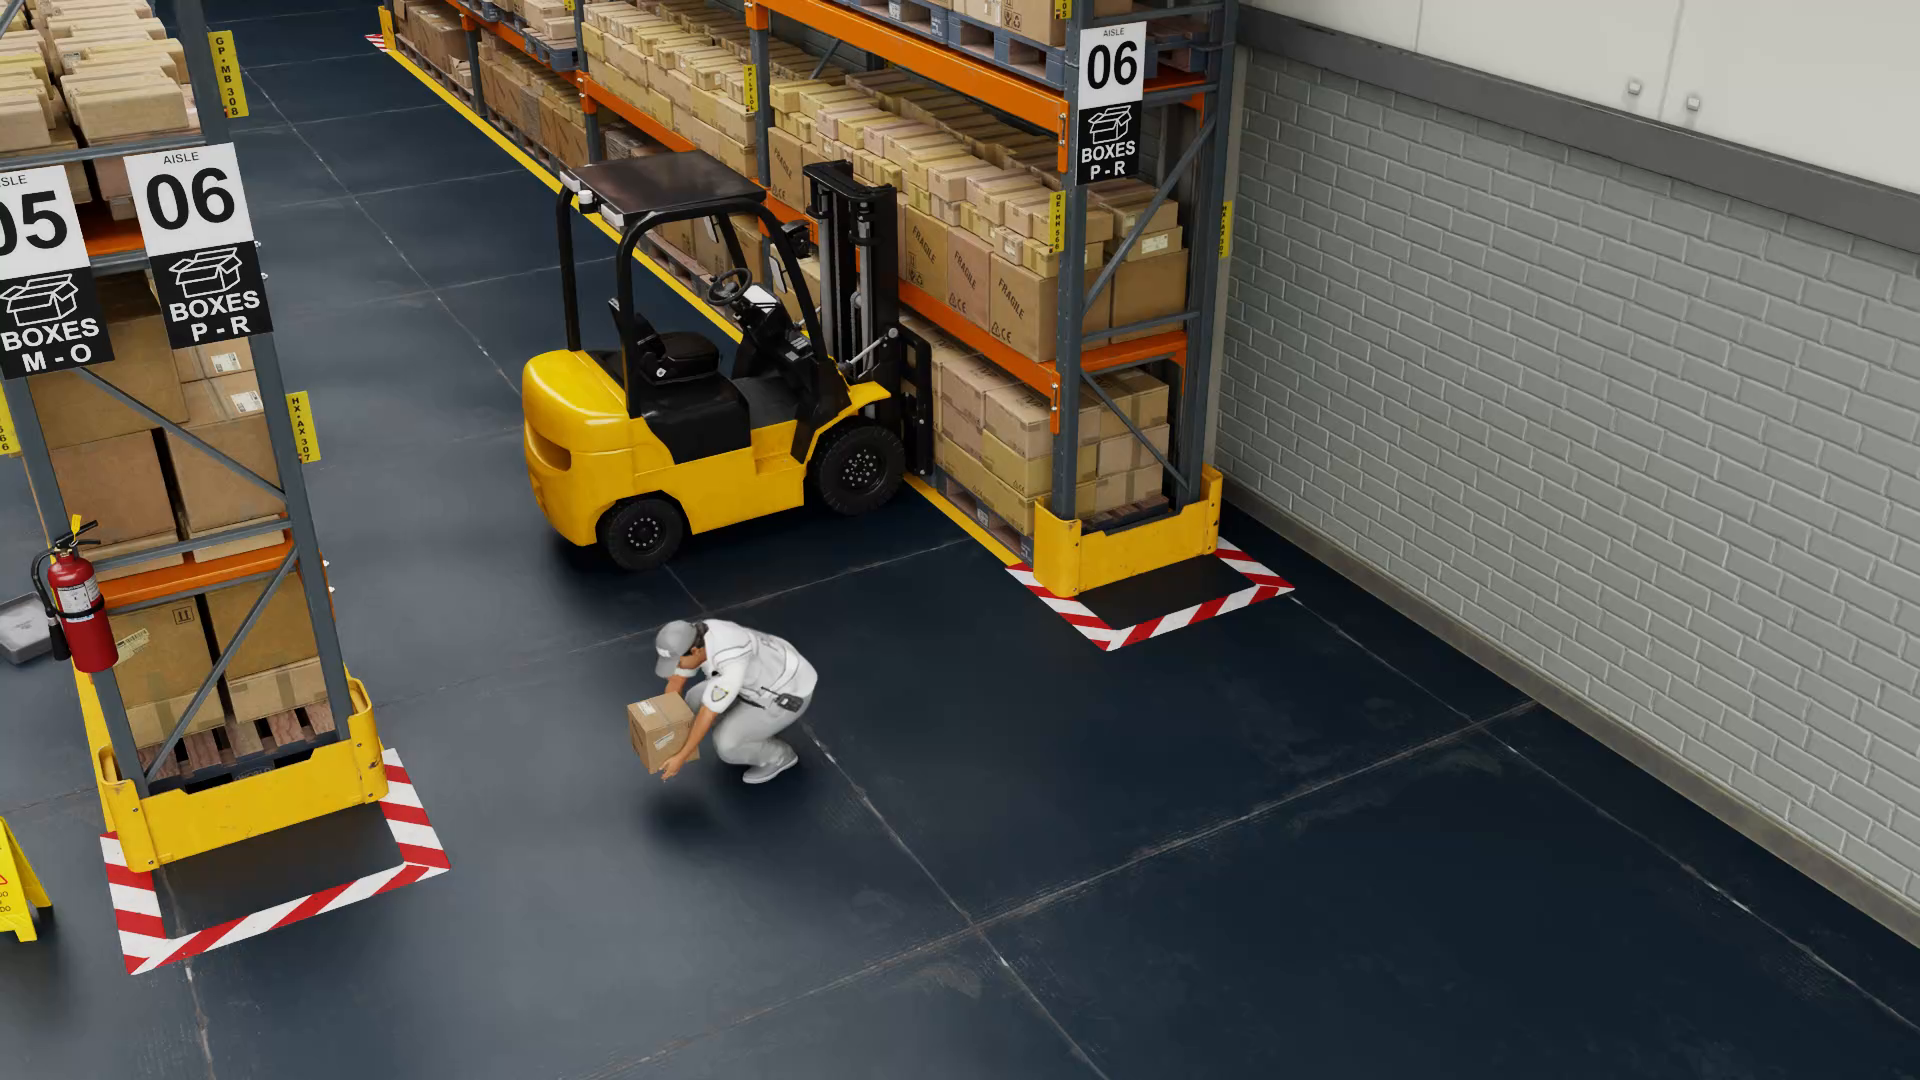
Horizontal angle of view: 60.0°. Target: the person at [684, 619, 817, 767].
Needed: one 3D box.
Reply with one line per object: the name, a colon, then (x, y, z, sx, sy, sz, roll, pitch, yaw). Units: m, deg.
person: (-1.004, 0.704, 8.103, 0.600, 0.812, 0.522, -16, 33, -27)
